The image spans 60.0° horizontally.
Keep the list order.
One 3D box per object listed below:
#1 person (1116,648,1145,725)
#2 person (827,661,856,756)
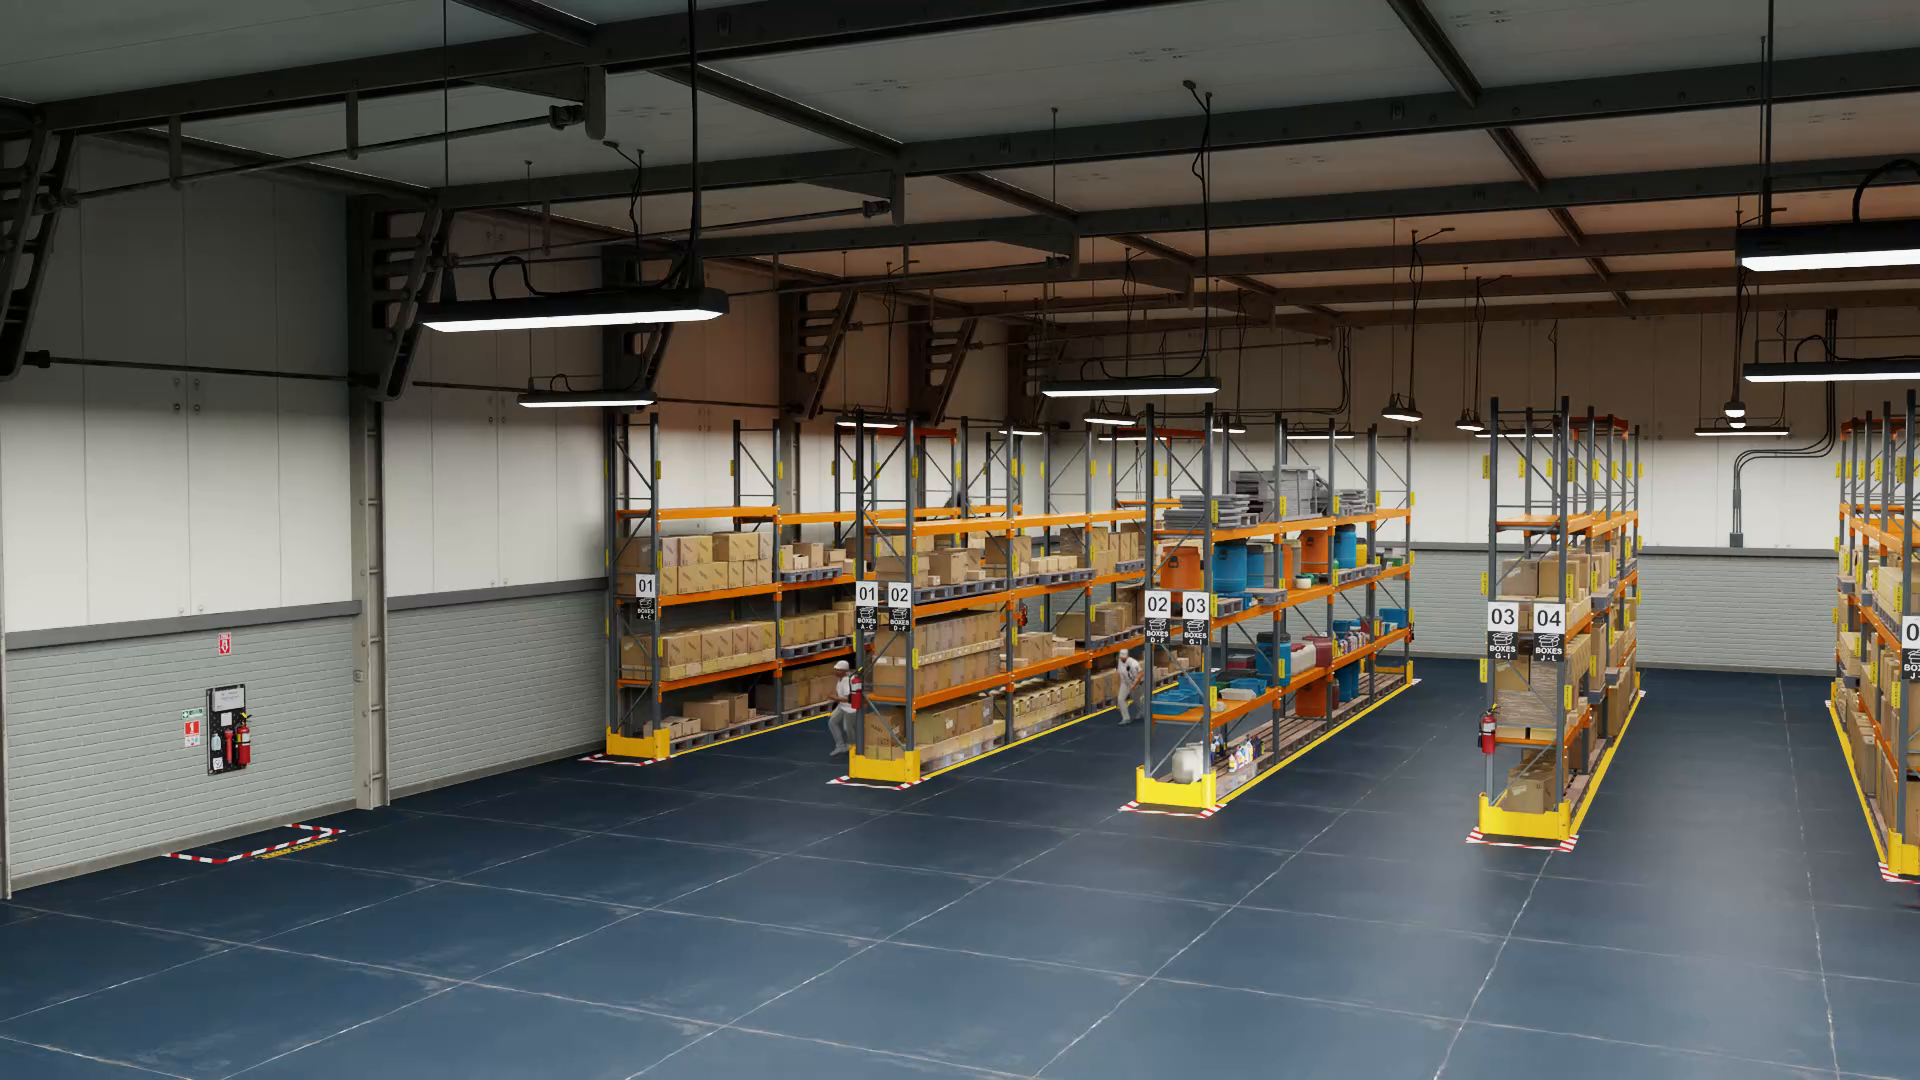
[{"bbox_3d":[3.406,2.862,32.821,0.588,1.522,1.086,2,3,36],"label":"person"},{"bbox_3d":[-2.009,2.918,29.016,0.723,1.672,0.827,-2,3,-32],"label":"person"}]
